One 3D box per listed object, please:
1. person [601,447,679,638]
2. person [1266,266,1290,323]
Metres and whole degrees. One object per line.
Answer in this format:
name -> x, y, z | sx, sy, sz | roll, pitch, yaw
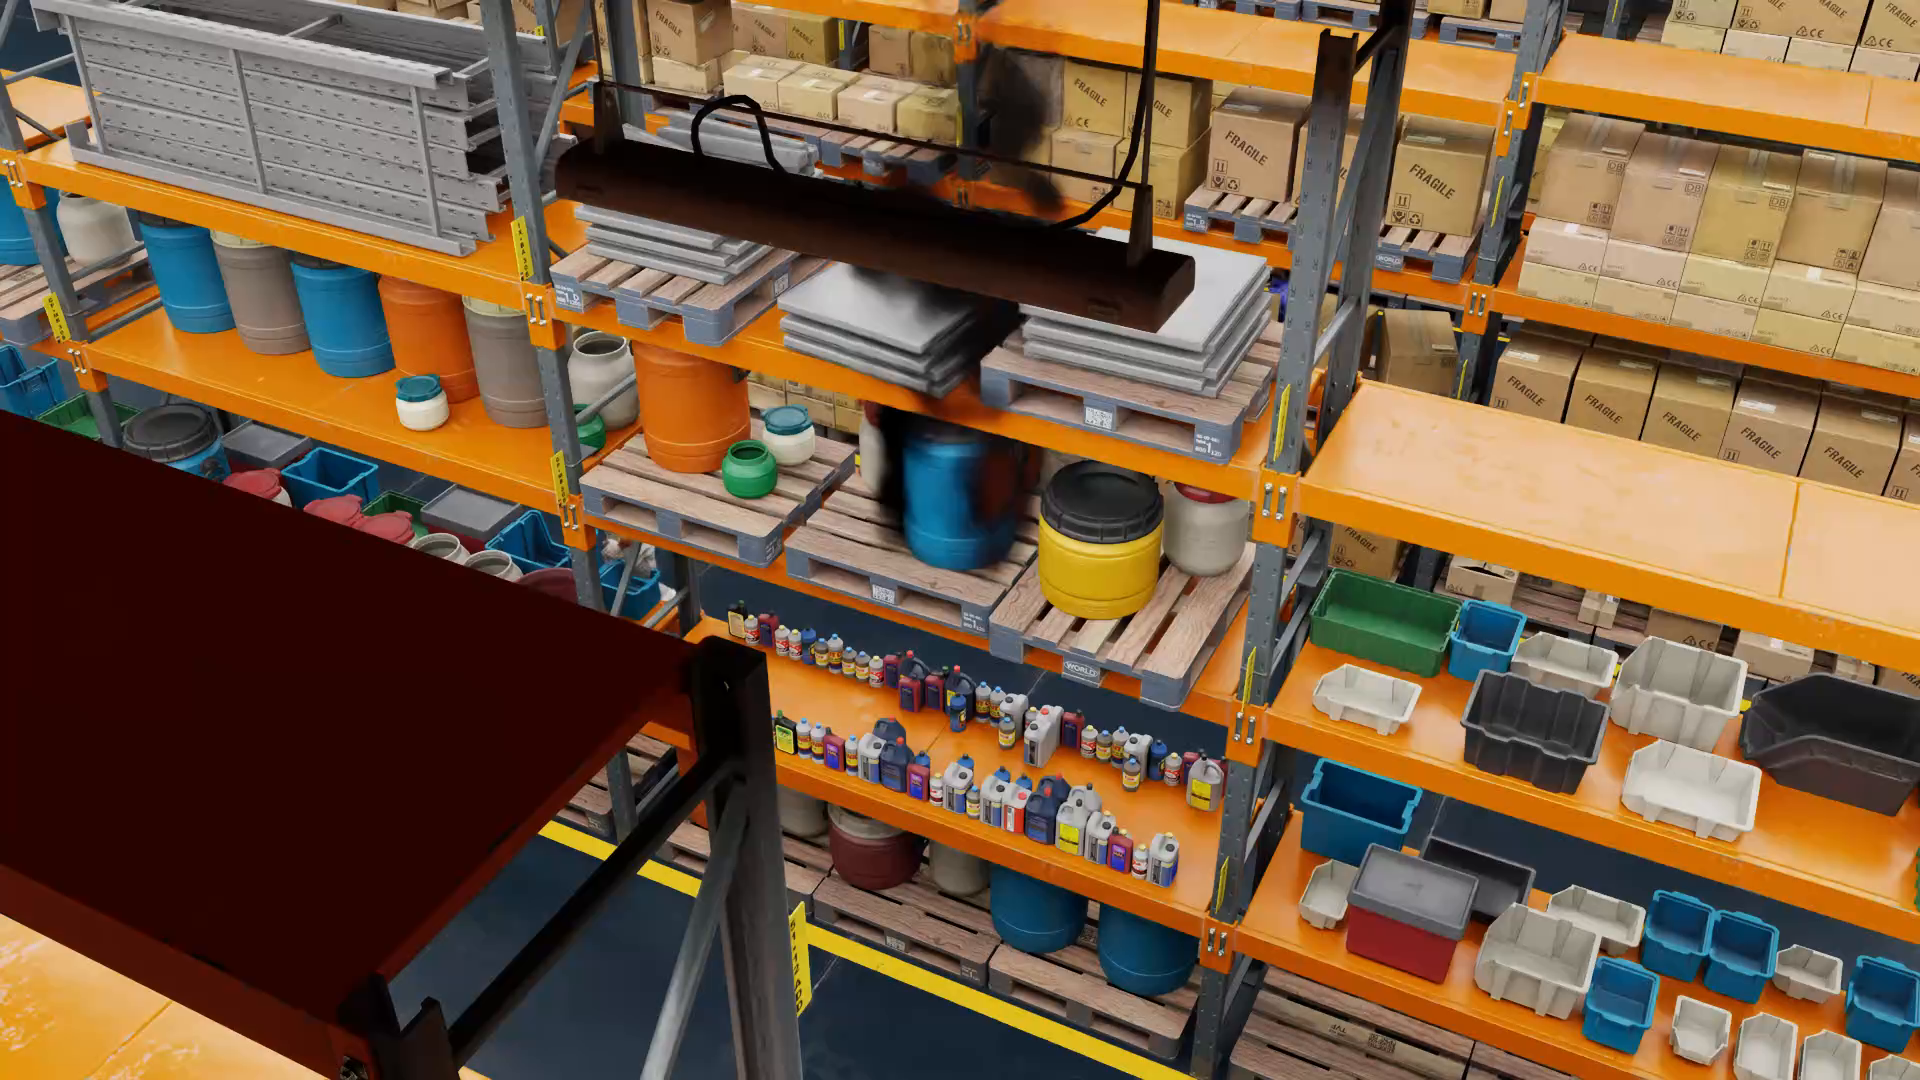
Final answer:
person -> -2.396, 0.059, 12.220 | 0.985, 1.793, 0.655 | 14, 37, 19
person -> 2.845, -1.804, 14.968 | 0.938, 1.645, 0.575 | 17, 39, 23
